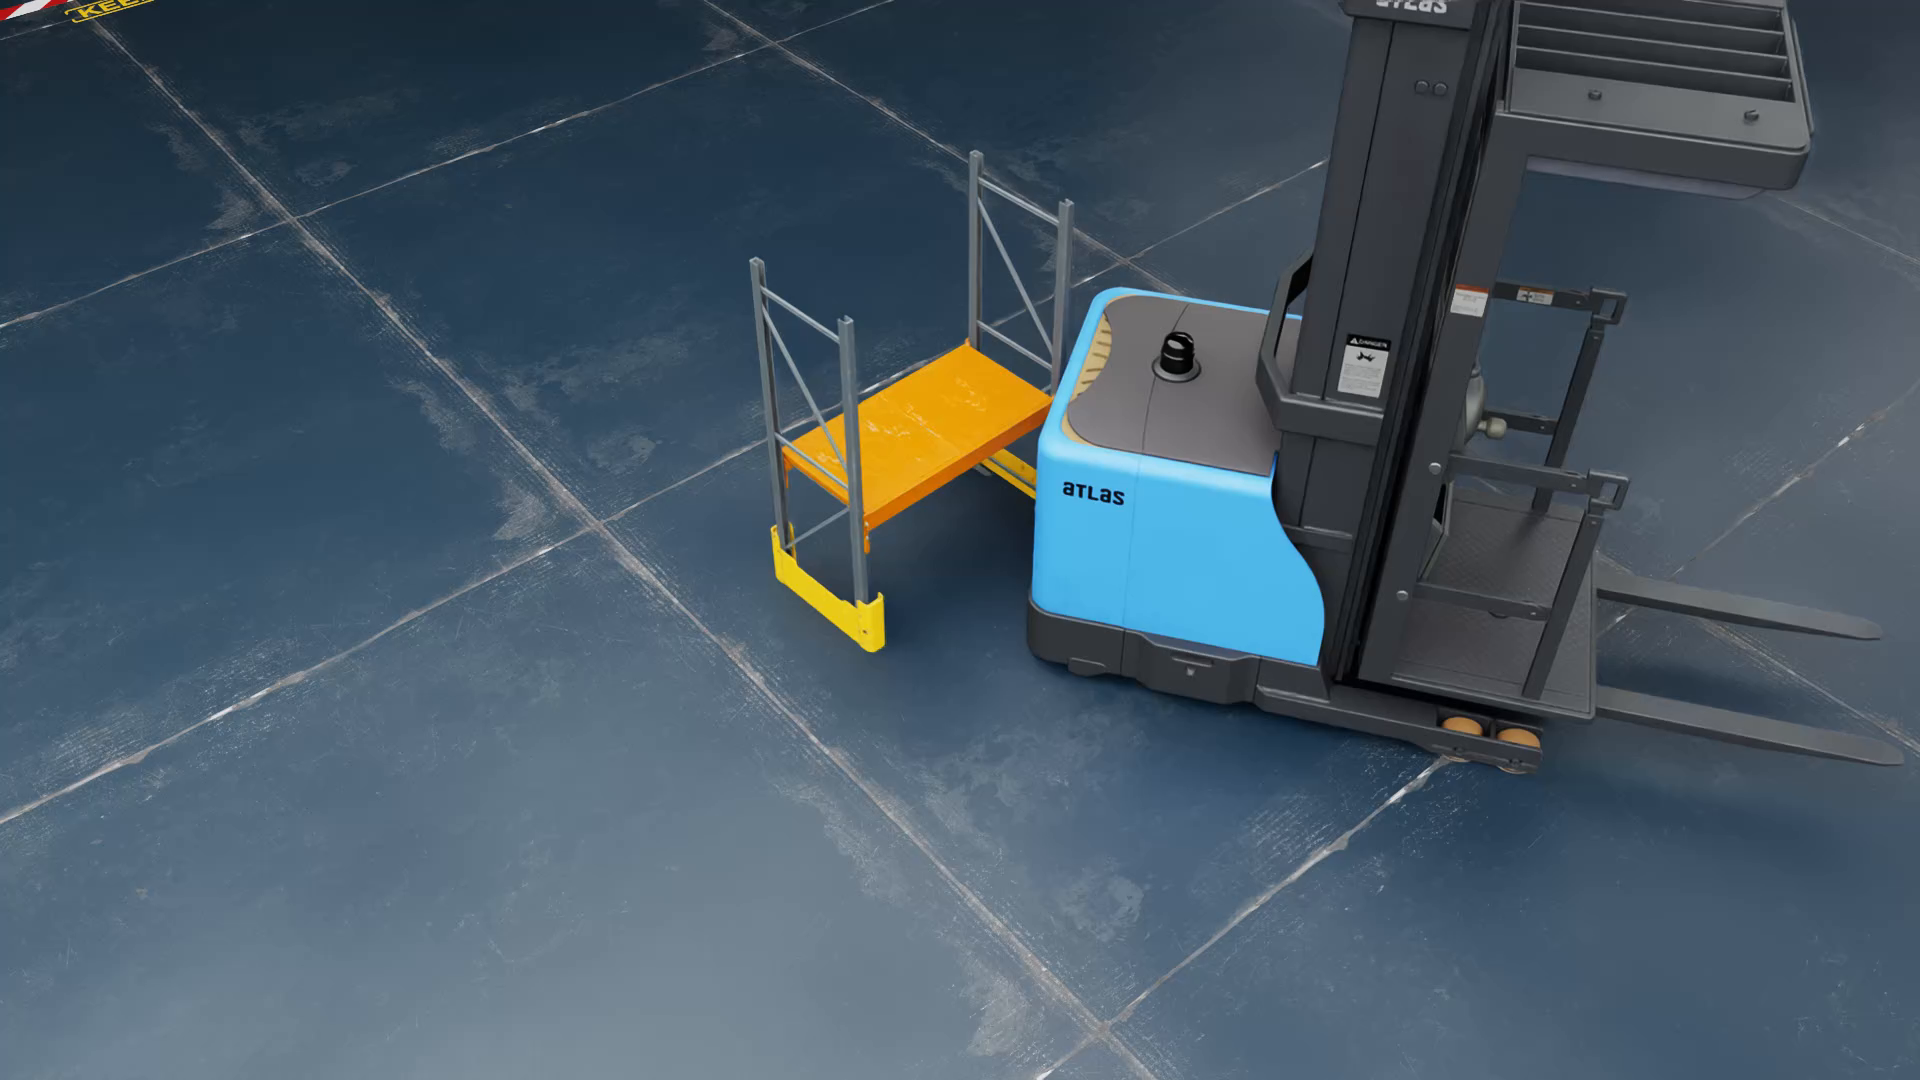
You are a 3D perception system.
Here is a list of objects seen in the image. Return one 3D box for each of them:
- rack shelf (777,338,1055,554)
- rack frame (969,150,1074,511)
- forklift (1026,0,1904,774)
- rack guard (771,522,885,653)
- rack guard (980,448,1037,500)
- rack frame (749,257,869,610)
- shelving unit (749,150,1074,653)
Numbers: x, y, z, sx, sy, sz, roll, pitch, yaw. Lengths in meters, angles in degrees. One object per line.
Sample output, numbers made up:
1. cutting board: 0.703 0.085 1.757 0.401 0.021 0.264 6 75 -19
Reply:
1. rack shelf: -0.152 -0.378 6.320 1.000 0.185 0.538 -33 52 -30
2. rack frame: 0.217 -0.749 6.451 0.032 1.500 0.500 -33 52 -30
3. forklift: 1.824 -0.651 5.302 3.031 2.935 1.130 11 44 11
4. rack guard: -0.508 0.176 6.380 0.087 0.250 0.587 -33 52 -30
5. rack guard: 0.216 -0.292 6.879 0.087 0.250 0.587 -33 52 -30
6. rack frame: -0.522 -0.270 5.942 0.032 1.500 0.500 -33 52 -30
7. shelving unit: -0.146 -0.514 6.201 1.083 1.500 0.587 -33 52 -30
